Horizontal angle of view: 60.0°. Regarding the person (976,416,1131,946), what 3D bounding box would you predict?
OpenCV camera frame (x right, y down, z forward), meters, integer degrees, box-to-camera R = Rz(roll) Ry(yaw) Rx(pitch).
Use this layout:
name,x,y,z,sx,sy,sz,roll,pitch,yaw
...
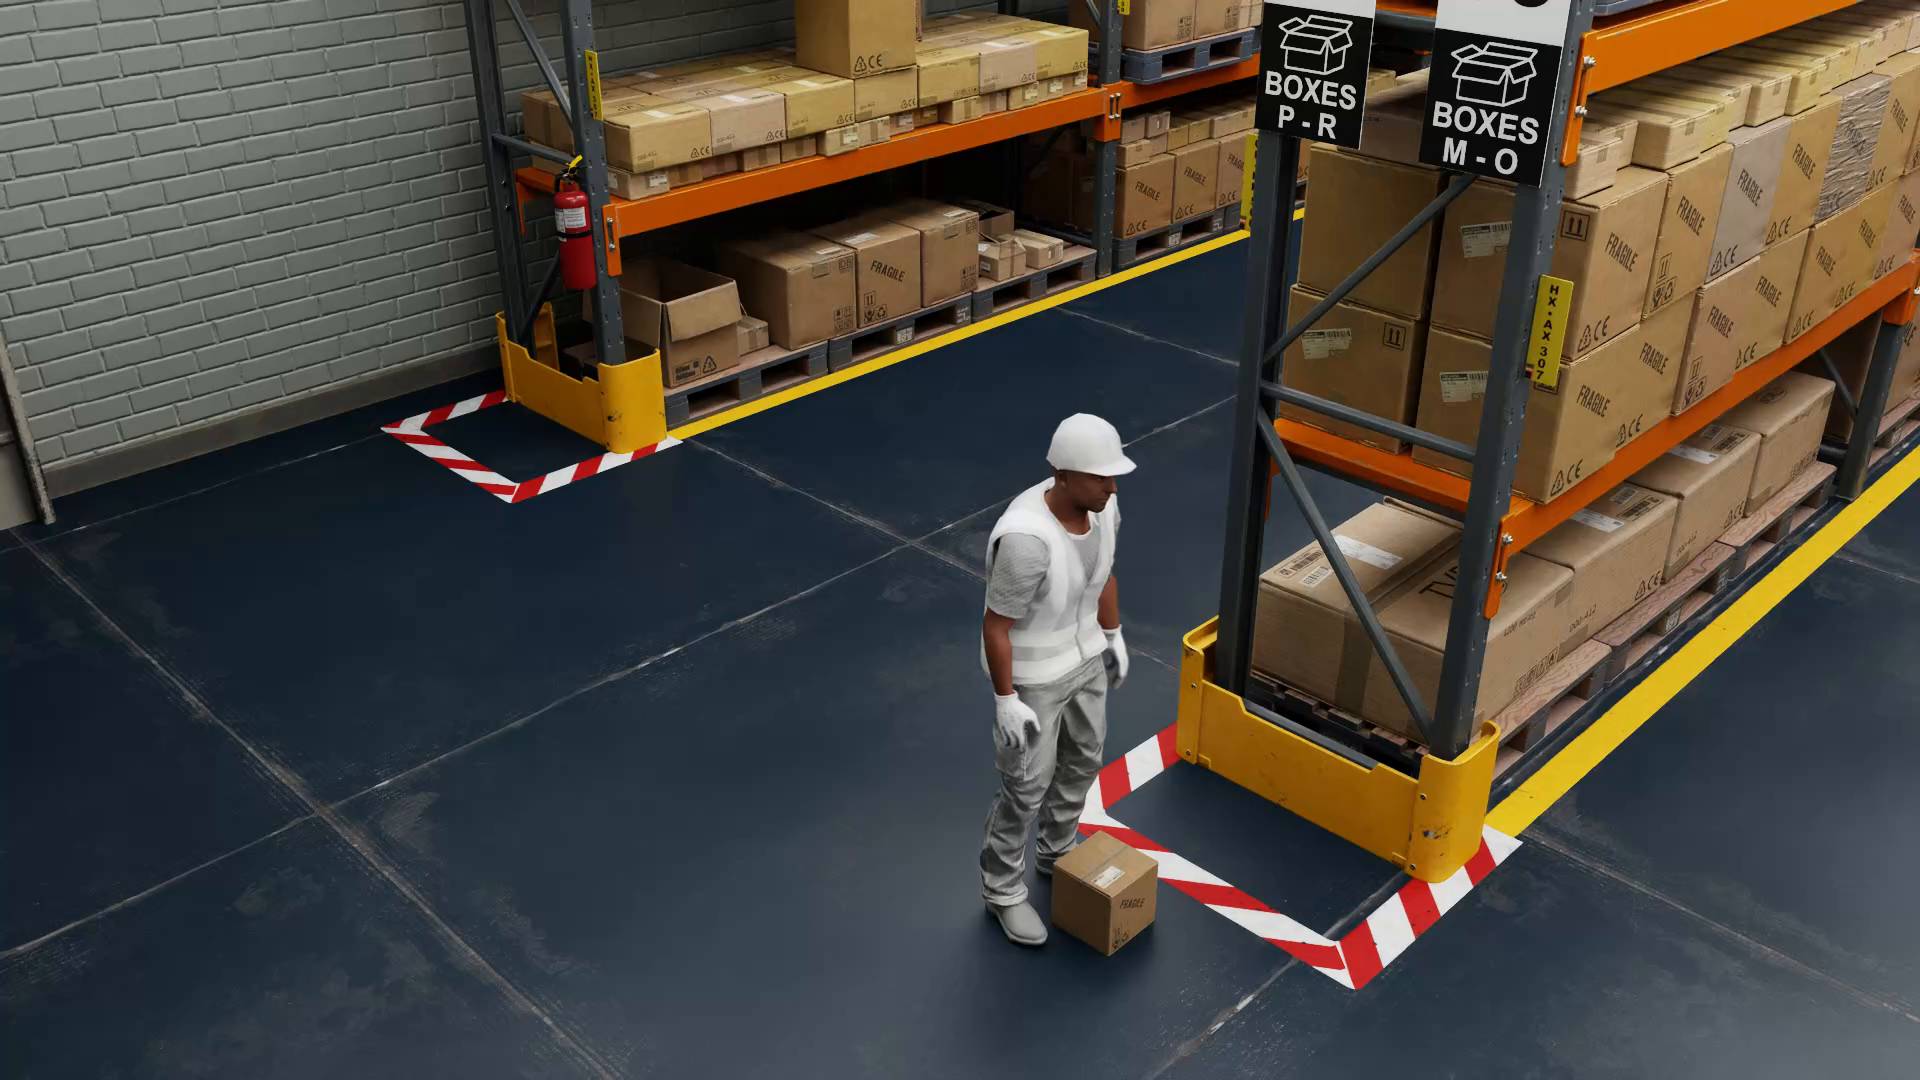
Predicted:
name,x,y,z,sx,sy,sz,roll,pitch,yaw
person,0.301,0.423,5.294,0.447,1.775,0.616,25,36,39
